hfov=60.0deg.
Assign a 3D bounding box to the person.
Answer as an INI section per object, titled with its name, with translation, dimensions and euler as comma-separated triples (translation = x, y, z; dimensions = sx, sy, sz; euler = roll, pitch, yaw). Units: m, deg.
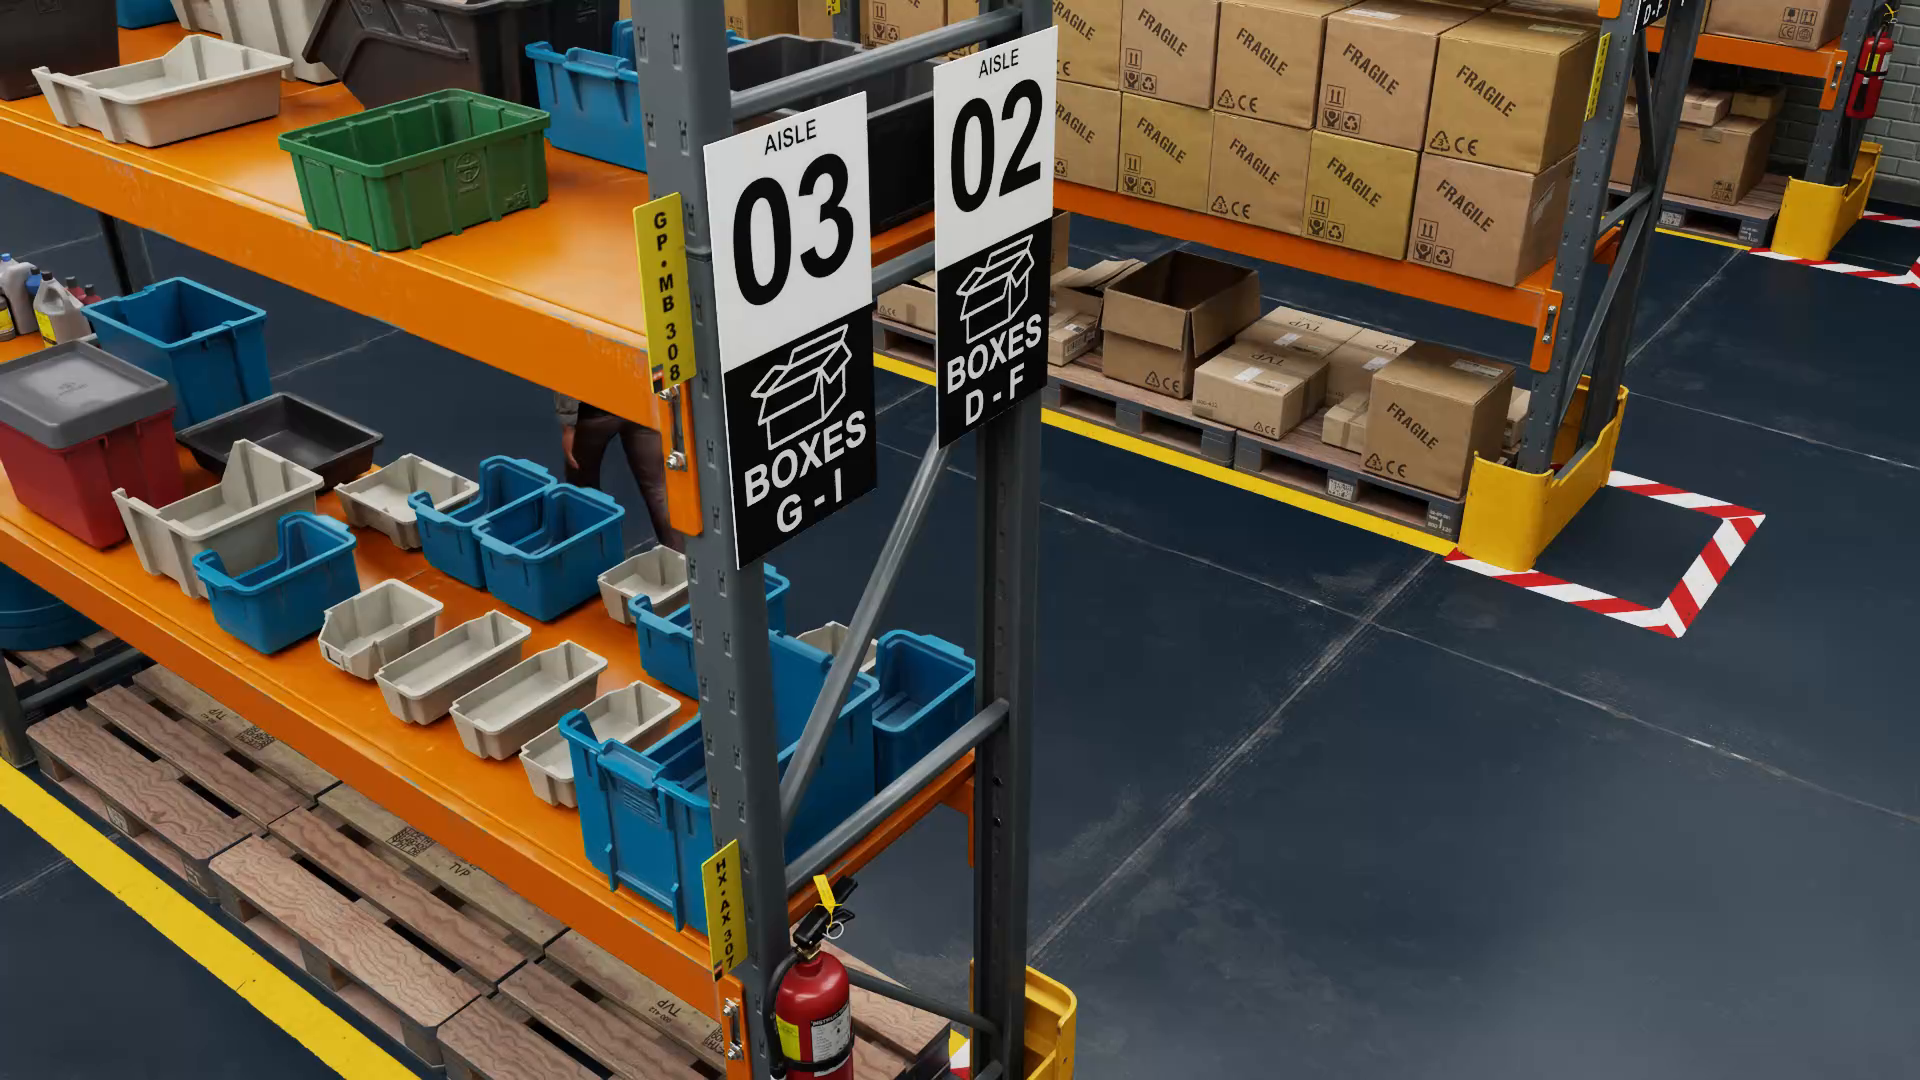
[person]
translation = -1.531, -0.614, 7.202
dimensions = 0.581, 1.665, 1.100
euler = -19, 35, -28
